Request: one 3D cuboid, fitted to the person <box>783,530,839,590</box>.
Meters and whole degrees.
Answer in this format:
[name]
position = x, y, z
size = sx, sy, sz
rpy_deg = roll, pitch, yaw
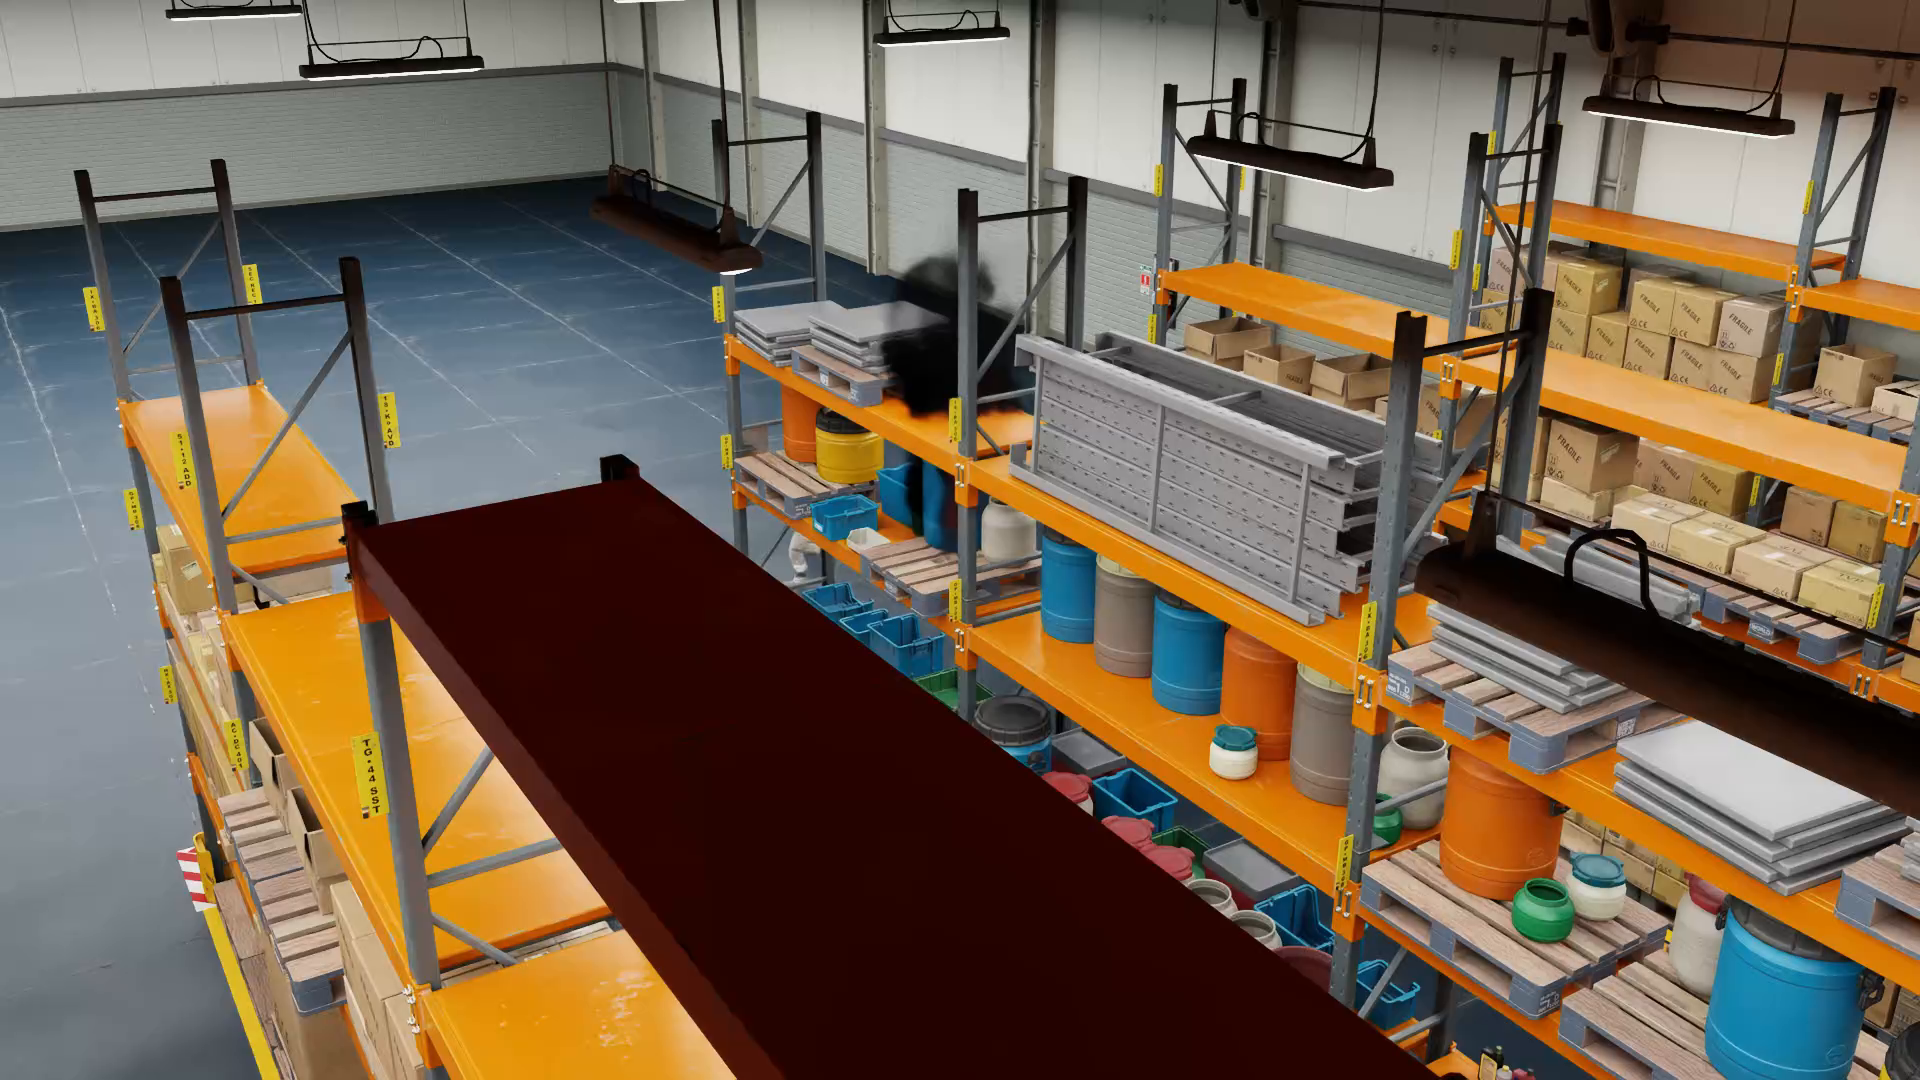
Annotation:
[person]
position = -1.749, -0.230, 19.661
size = 0.773, 1.749, 0.670
rpy_deg = -3, 22, -6
